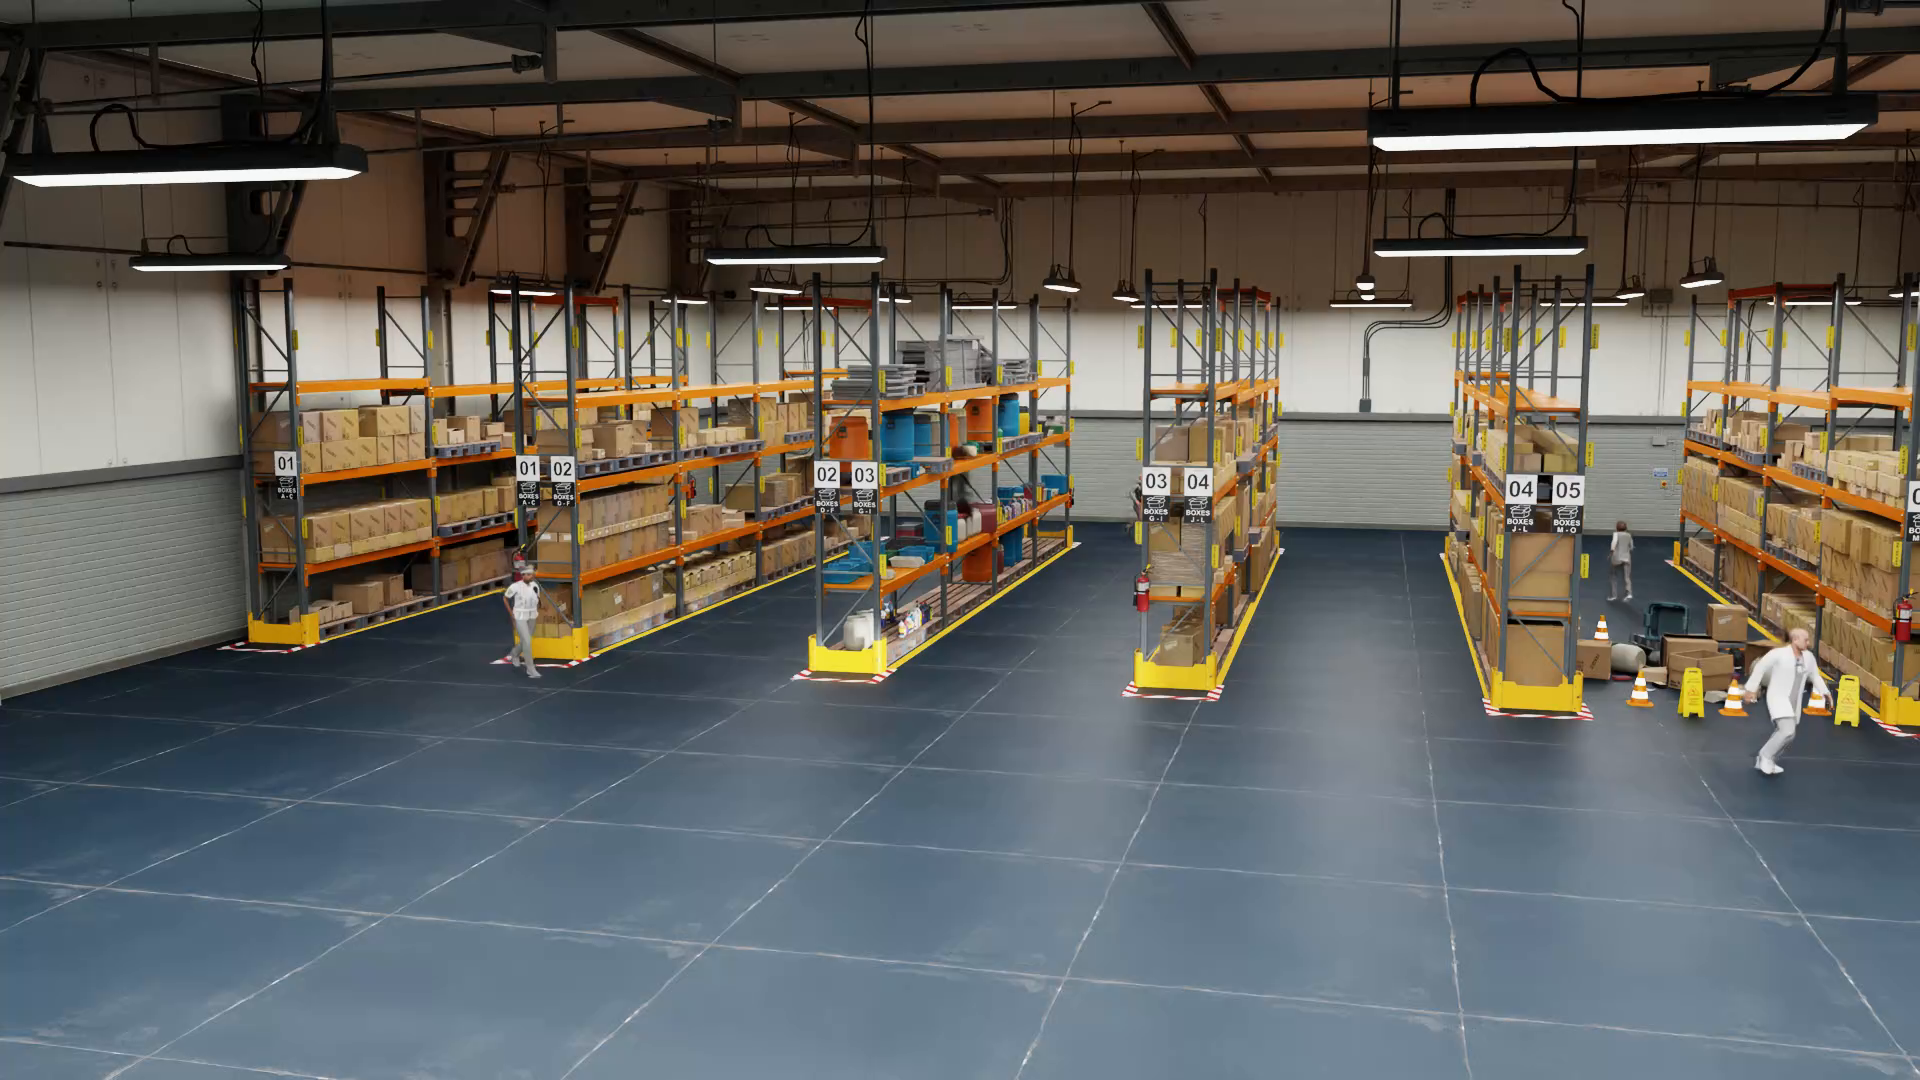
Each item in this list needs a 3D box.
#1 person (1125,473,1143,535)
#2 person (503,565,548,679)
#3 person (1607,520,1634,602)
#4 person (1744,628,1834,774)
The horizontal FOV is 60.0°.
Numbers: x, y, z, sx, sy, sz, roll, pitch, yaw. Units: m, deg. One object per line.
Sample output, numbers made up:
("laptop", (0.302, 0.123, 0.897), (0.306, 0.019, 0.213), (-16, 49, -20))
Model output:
("person", (4.542, -0.848, 42.001), (0.684, 1.677, 0.718), (6, 9, 41))
("person", (-6.559, 1.196, 24.960), (0.889, 1.700, 0.550), (6, 9, 40))
("person", (12.578, 0.423, 31.594), (0.545, 1.571, 0.924), (0, 7, 2))
("person", (9.504, 1.854, 19.028), (0.698, 1.726, 0.816), (-2, 7, -18))
